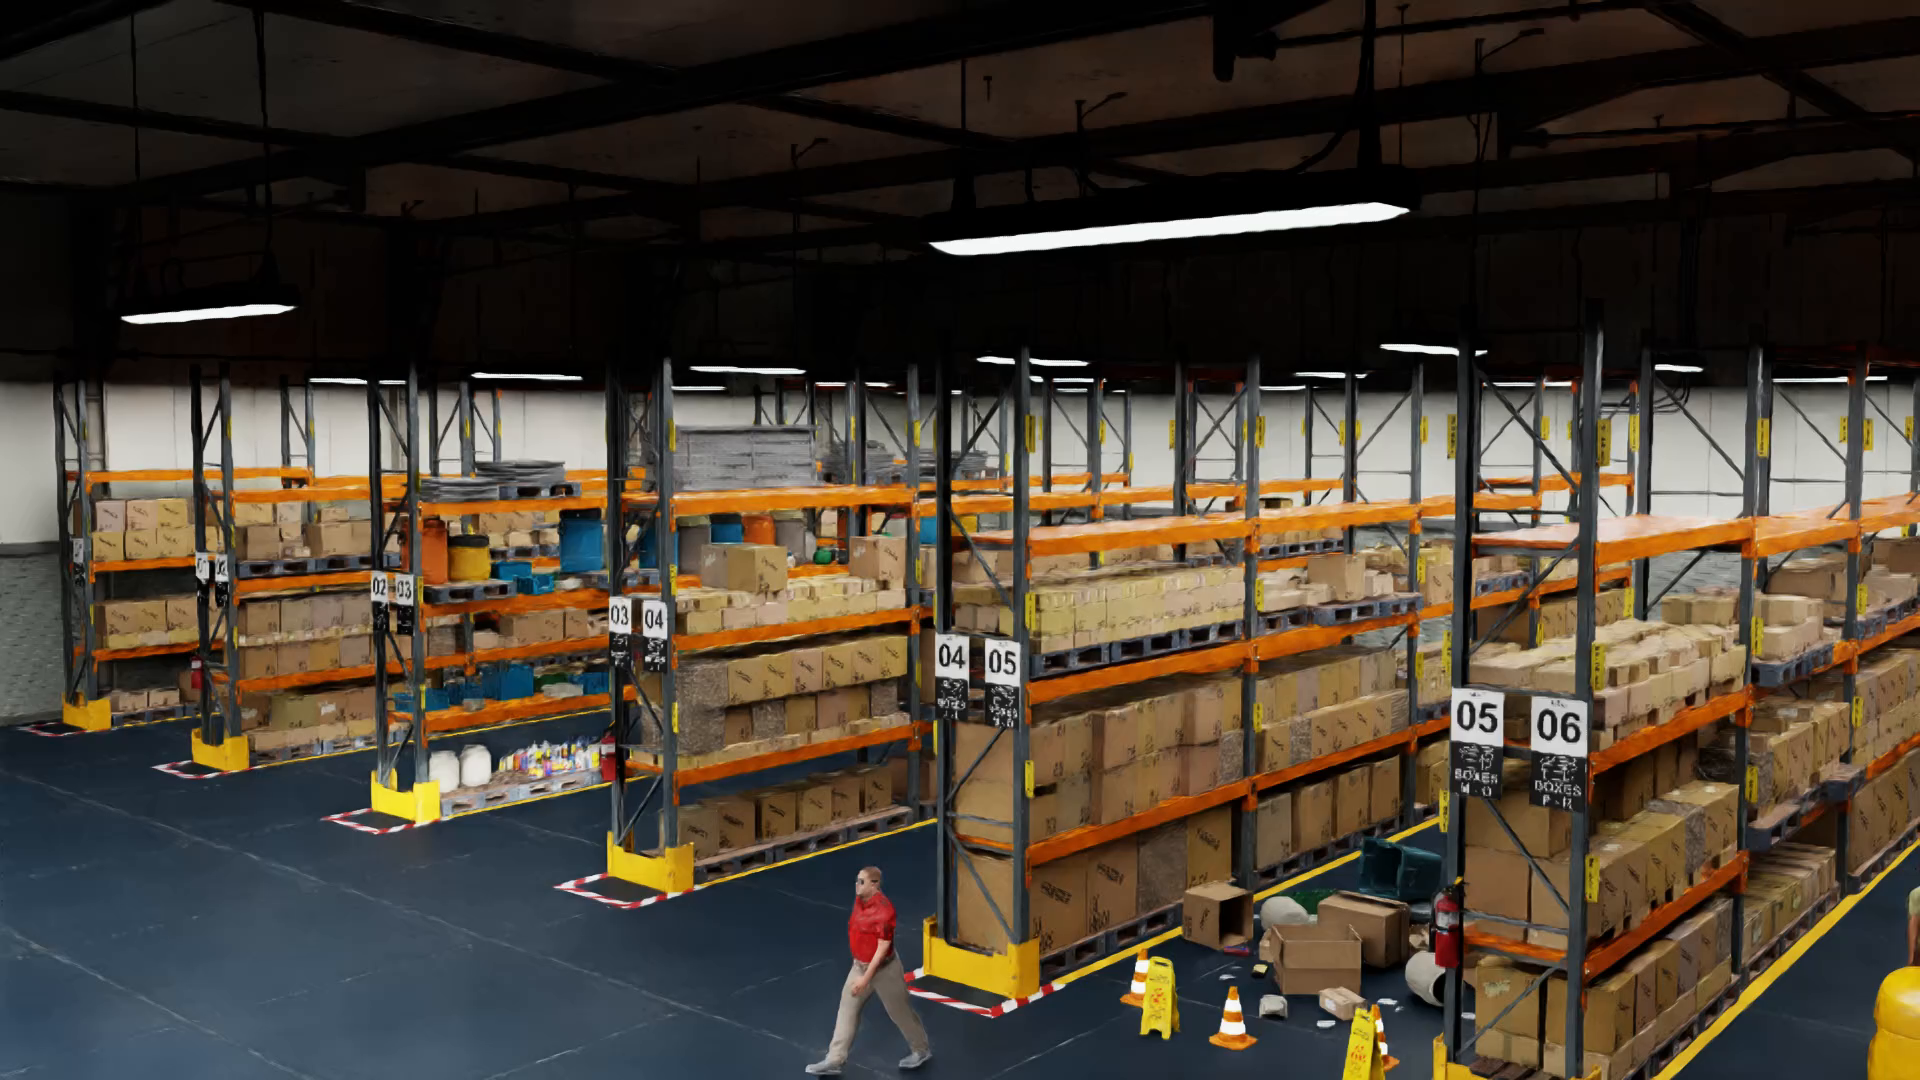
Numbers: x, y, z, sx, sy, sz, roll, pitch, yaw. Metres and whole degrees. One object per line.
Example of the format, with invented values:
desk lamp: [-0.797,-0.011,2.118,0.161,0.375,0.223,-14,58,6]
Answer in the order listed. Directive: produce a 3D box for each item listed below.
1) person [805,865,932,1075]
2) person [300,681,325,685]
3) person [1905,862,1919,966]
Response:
person: [-0.692,3.375,13.078,1.033,1.655,0.534,-3,5,-40]
person: [-10.838,2.325,27.750,0.498,1.662,0.463,-2,4,-21]
person: [7.831,3.338,13.536,0.492,1.674,0.482,-2,4,-20]
